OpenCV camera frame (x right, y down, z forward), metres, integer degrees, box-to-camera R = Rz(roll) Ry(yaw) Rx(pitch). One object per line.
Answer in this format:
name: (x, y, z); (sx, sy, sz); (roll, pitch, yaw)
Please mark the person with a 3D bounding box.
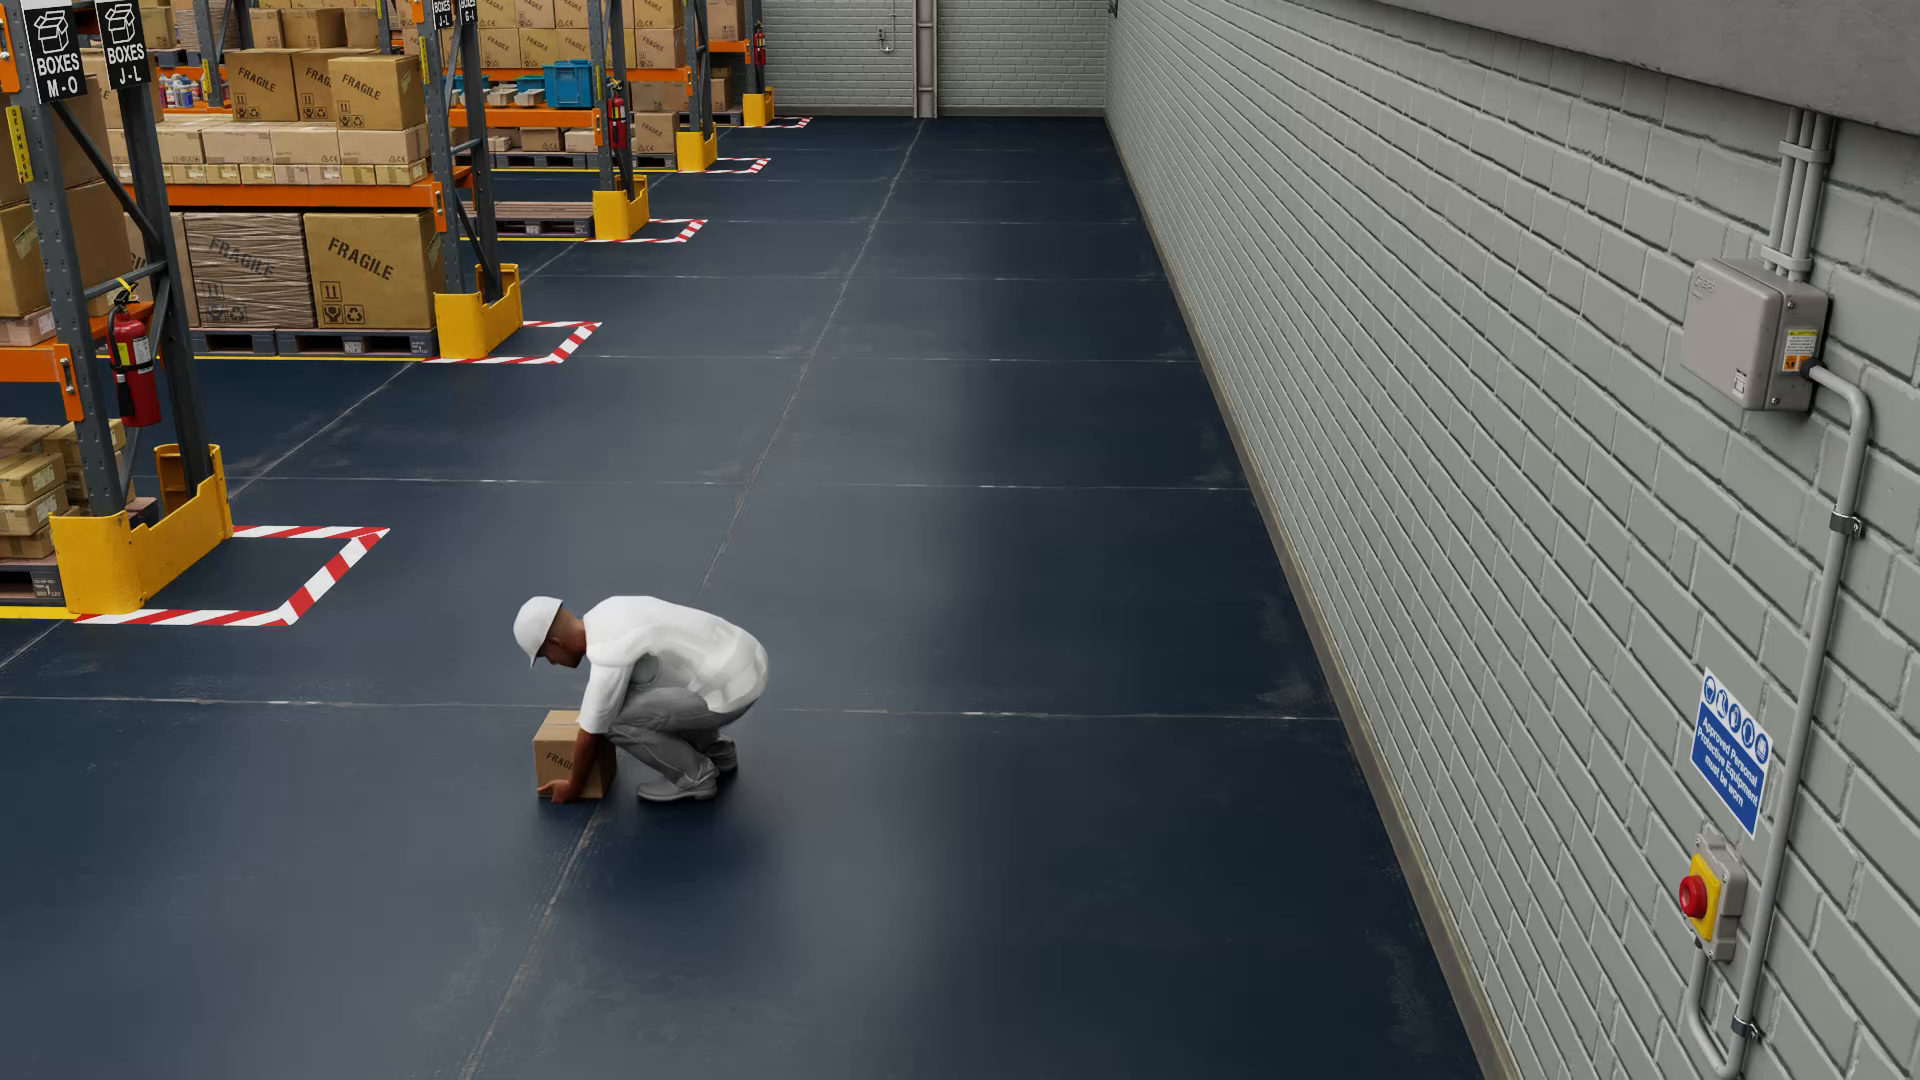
person: (-1.204, 0.619, 6.375); (0.937, 0.879, 0.544); (0, 21, 1)
